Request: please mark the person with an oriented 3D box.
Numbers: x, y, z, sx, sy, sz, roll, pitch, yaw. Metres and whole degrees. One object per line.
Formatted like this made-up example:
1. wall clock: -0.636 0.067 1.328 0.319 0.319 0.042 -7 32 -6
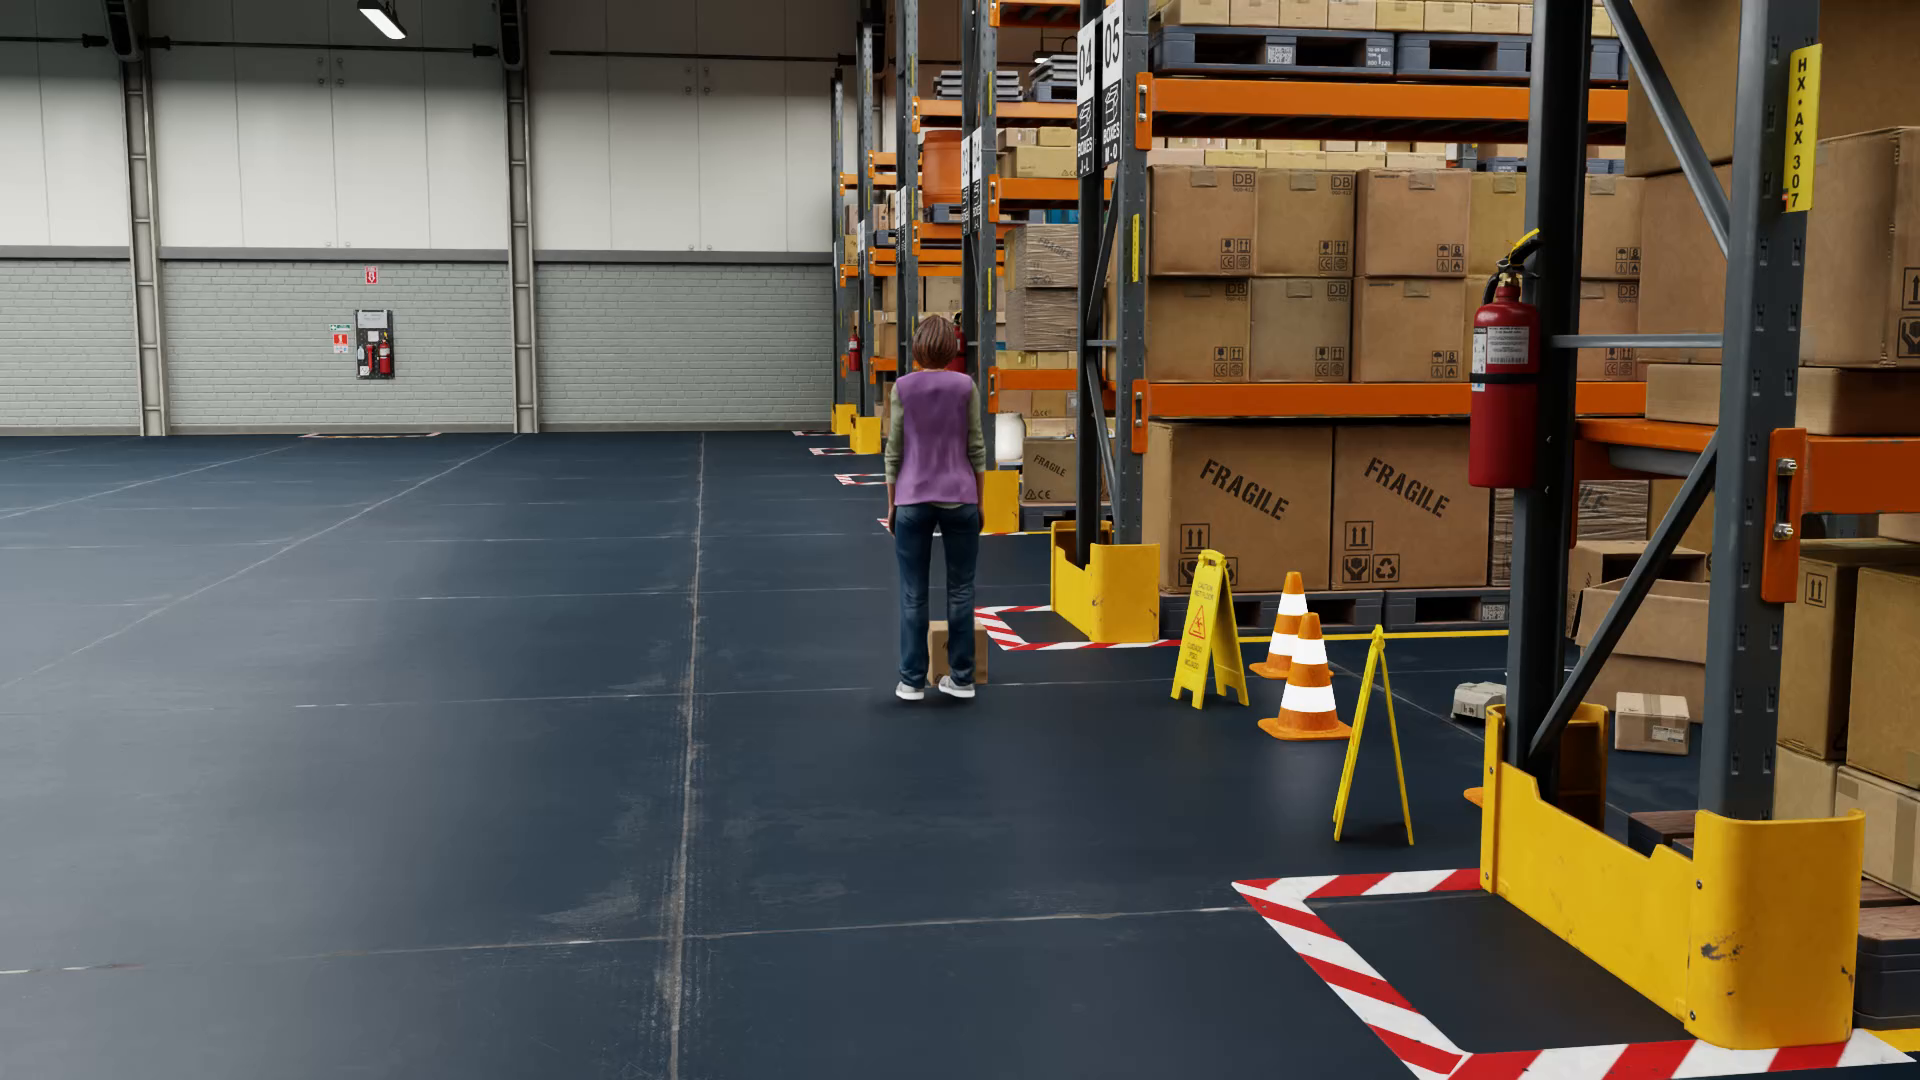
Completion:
1. person: -0.102 -0.128 6.920 0.424 1.607 0.321 0 7 -3
